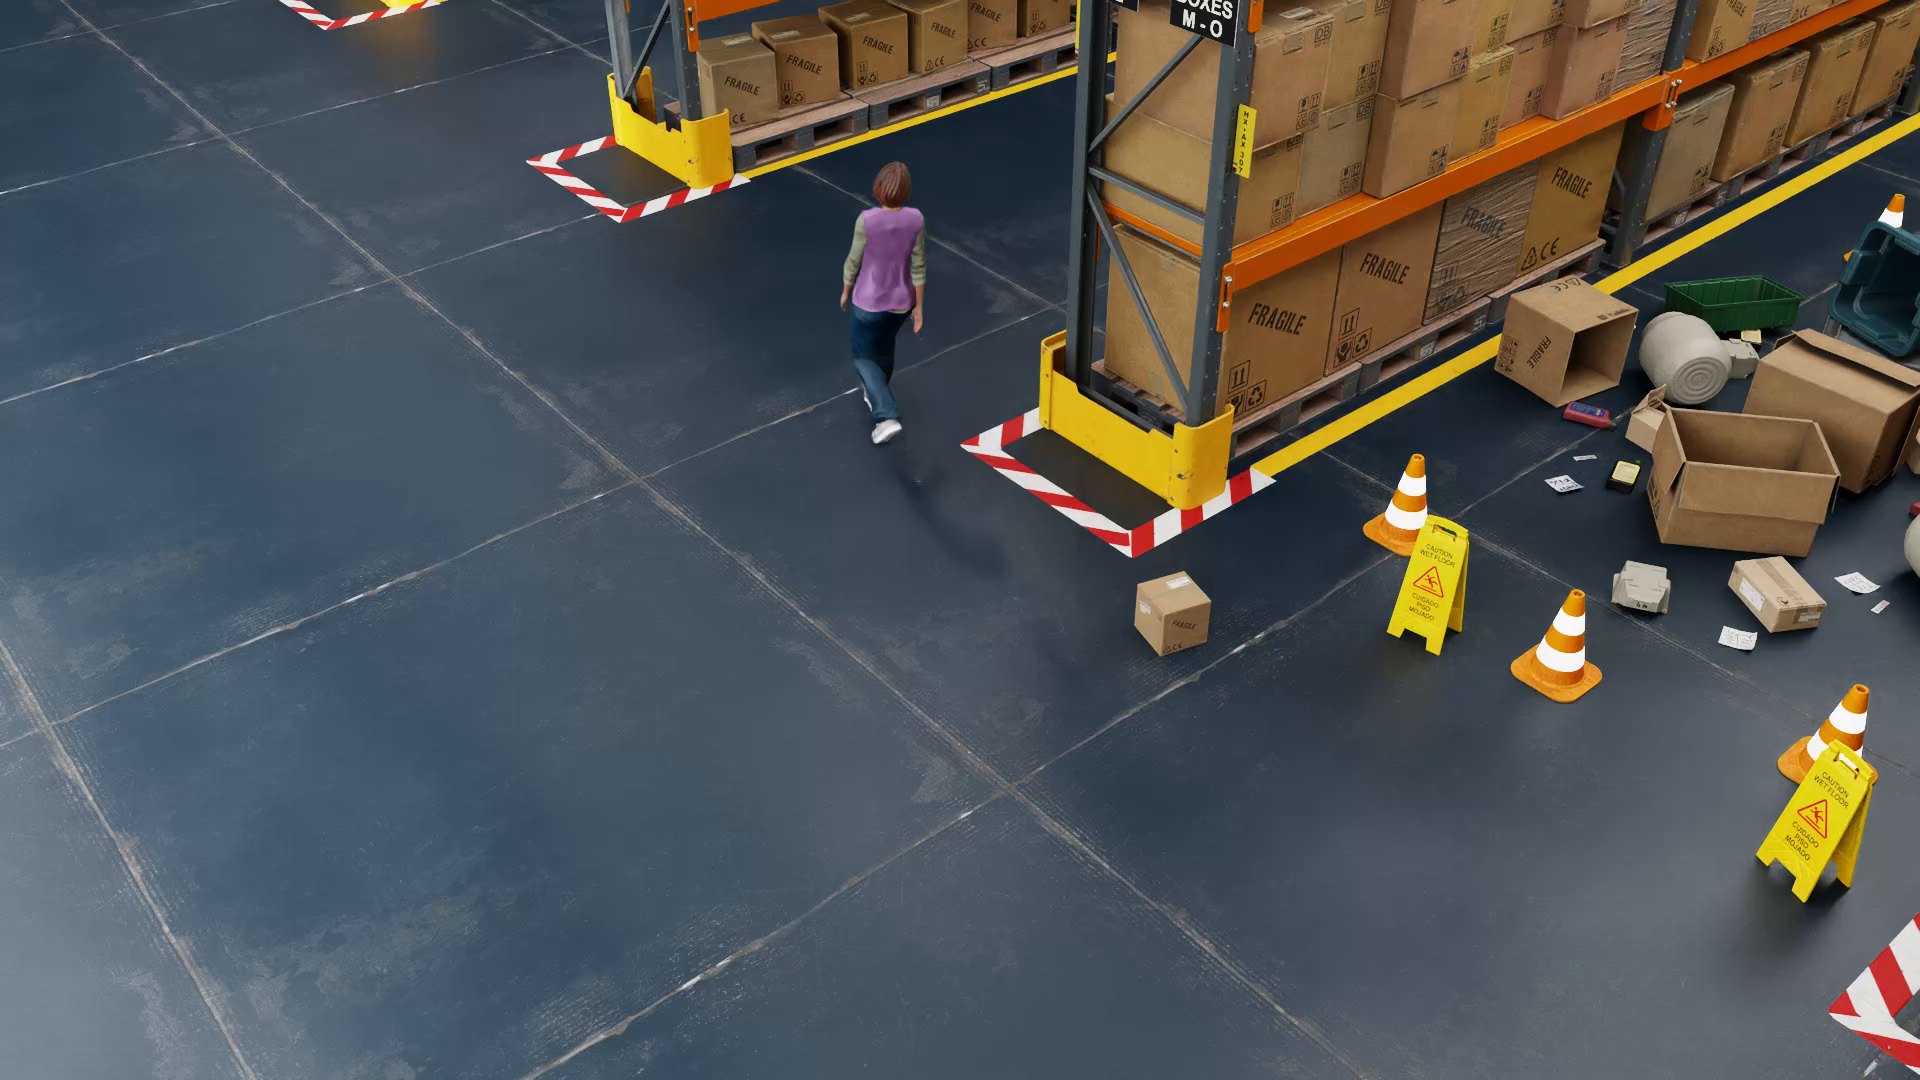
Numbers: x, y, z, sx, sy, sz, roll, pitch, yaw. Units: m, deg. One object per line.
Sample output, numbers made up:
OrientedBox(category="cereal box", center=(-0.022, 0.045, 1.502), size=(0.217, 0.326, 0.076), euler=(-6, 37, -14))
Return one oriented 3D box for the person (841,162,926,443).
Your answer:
OrientedBox(category="person", center=(-0.389, -1.248, 8.771), size=(0.423, 1.561, 0.796), euler=(-11, 38, -15))
